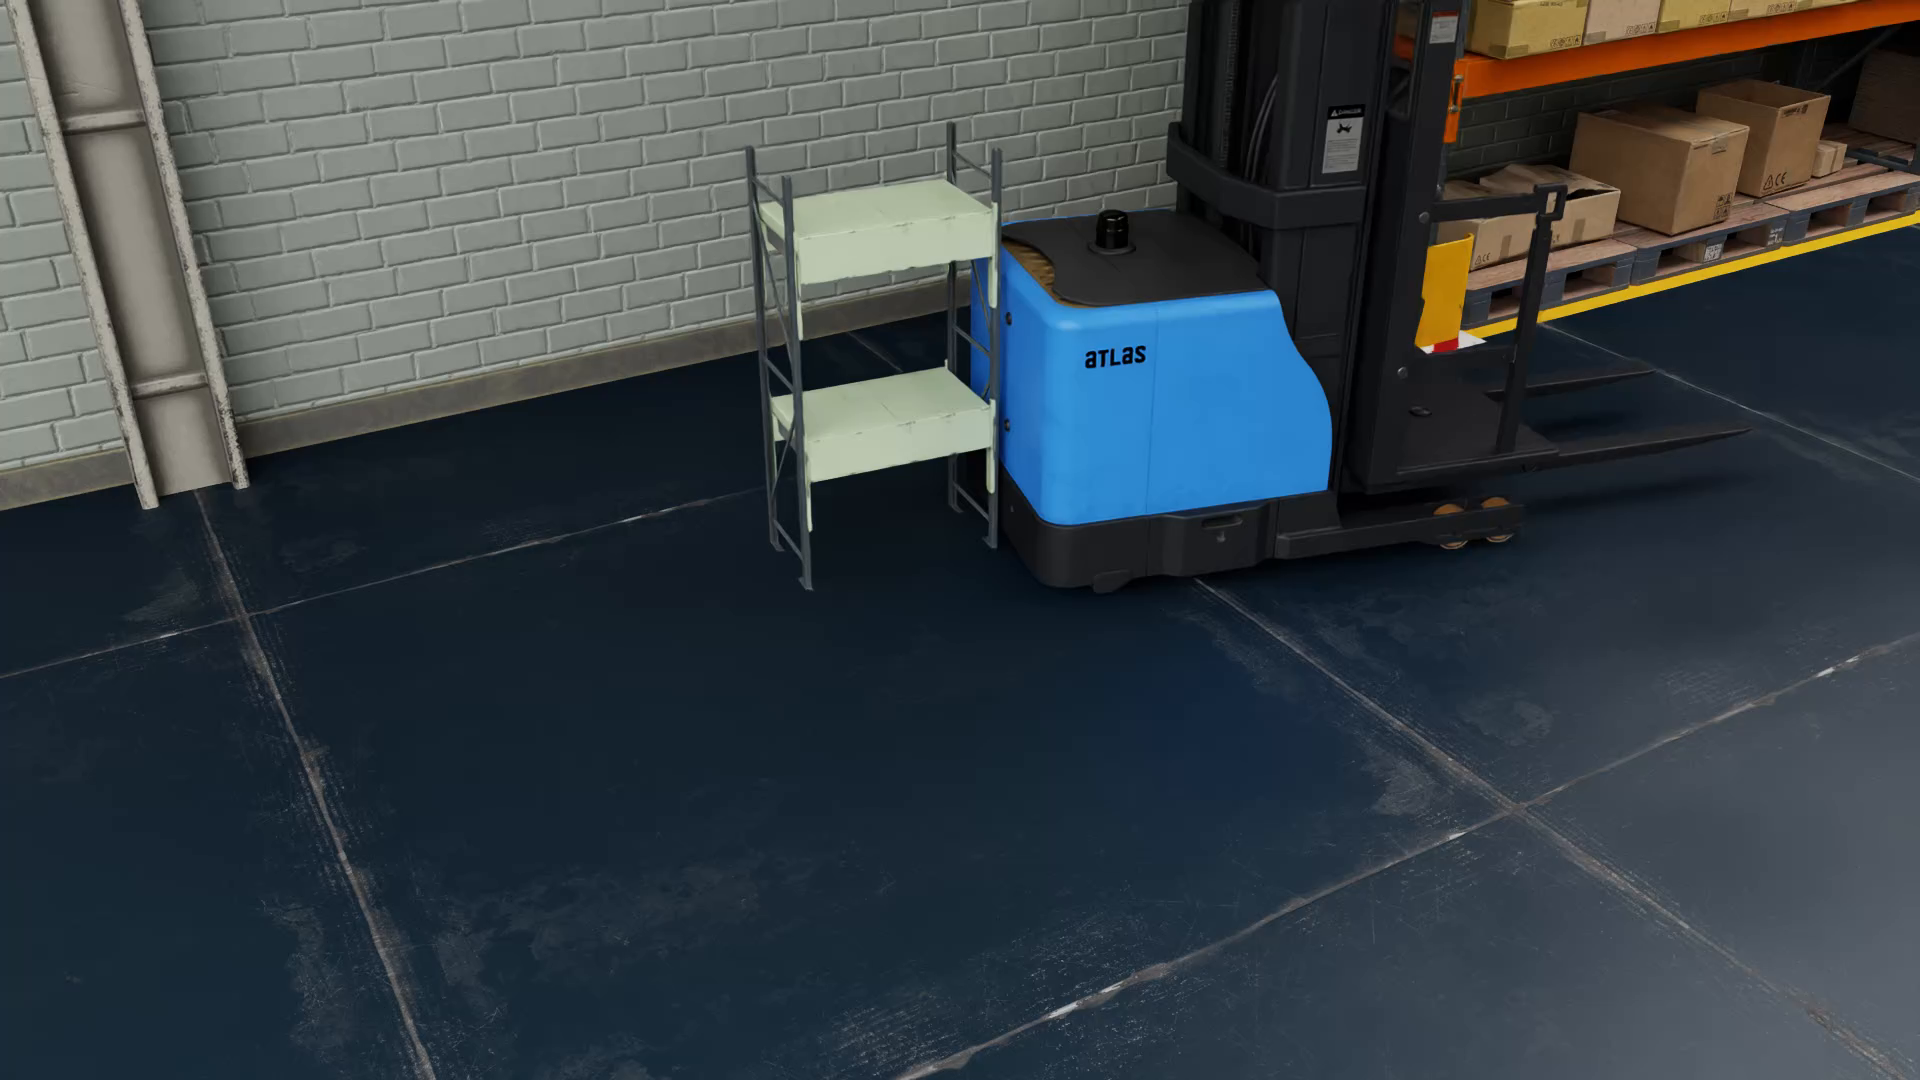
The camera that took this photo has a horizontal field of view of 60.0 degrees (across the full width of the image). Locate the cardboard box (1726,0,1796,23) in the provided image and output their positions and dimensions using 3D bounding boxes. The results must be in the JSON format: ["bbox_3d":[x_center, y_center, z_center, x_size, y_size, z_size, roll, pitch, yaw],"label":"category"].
[{"bbox_3d":[3.829,-2.789,8.333,0.500,0.250,0.500,-16,32,-26],"label":"cardboard box"}]

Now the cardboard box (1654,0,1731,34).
[{"bbox_3d":[3.392,-2.666,8.111,0.500,0.250,0.500,-16,33,-27],"label":"cardboard box"}]

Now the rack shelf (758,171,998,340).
[{"bbox_3d":[-0.286,-0.979,5.664,0.720,0.370,0.431,-12,31,-21],"label":"rack shelf"}]

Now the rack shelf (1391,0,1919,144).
[{"bbox_3d":[3.652,-2.655,8.701,4.000,0.370,1.077,-16,33,-26],"label":"rack shelf"}]

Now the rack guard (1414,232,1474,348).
[{"bbox_3d":[1.993,-1.404,8.278,0.348,0.500,1.175,-16,33,-26],"label":"rack guard"}]

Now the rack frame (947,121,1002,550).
[{"bbox_3d":[0.046,-0.711,5.986,0.023,1.500,0.400,-12,31,-21],"label":"rack frame"}]

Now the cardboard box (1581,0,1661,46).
[{"bbox_3d":[2.950,-2.544,7.889,0.500,0.250,0.500,-17,33,-28],"label":"cardboard box"}]

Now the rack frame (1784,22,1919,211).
[{"bbox_3d":[5.376,-3.459,9.414,0.127,3.000,1.000,-16,33,-26],"label":"rack frame"}]

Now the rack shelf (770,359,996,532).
[{"bbox_3d":[-0.286,-0.352,6.010,0.720,0.370,0.431,-12,31,-21],"label":"rack shelf"}]

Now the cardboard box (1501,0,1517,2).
[{"bbox_3d":[2.492,-2.743,7.475,0.500,0.500,0.500,-16,33,-26],"label":"cardboard box"}]

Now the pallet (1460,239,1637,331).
[{"bbox_3d":[2.712,-1.462,8.681,1.213,0.211,1.003,-16,33,-26],"label":"pallet"}]

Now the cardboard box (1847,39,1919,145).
[{"bbox_3d":[6.003,-2.745,10.251,0.500,0.500,0.700,-15,32,-25],"label":"cardboard box"}]

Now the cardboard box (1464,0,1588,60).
[{"bbox_3d":[2.509,-2.411,7.648,0.500,0.250,0.500,-17,33,-28],"label":"cardboard box"}]

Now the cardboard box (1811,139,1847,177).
[{"bbox_3d":[4.930,-2.268,9.732,0.250,0.166,0.380,-21,35,-33],"label":"cardboard box"}]

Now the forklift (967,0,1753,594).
[{"bbox_3d":[1.602,-1.485,5.908,3.031,2.935,1.130,-8,30,-14],"label":"forklift"}]

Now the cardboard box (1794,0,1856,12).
[{"bbox_3d":[4.262,-2.912,8.557,0.500,0.250,0.500,-16,33,-27],"label":"cardboard box"}]

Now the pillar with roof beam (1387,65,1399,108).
[{"bbox_3d":[4.274,-3.845,3.904,0.400,9.000,9.100,-16,33,-26],"label":"pillar with roof beam"}]

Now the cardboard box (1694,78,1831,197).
[{"bbox_3d":[4.502,-2.287,9.421,0.500,0.500,0.500,-19,34,-30],"label":"cardboard box"}]

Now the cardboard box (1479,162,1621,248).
[{"bbox_3d":[3.061,-1.767,8.675,0.500,0.311,0.500,-13,31,-22],"label":"cardboard box"}]

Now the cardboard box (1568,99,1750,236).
[{"bbox_3d":[3.719,-2.009,8.917,0.500,0.500,0.700,-18,34,-29],"label":"cardboard box"}]

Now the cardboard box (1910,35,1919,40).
[{"bbox_3d":[6.423,-2.892,10.518,0.500,0.500,0.700,-17,33,-27],"label":"cardboard box"}]

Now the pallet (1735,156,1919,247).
[{"bbox_3d":[4.815,-2.059,9.763,1.213,0.211,1.003,-16,33,-26],"label":"pallet"}]

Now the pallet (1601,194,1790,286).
[{"bbox_3d":[3.762,-1.759,9.219,1.213,0.211,1.003,-16,33,-26],"label":"pallet"}]

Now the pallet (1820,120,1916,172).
[{"bbox_3d":[6.047,-2.430,10.434,1.213,0.211,1.003,-16,33,-26],"label":"pallet"}]

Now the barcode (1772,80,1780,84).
[{"bbox_3d":[4.789,-2.666,9.776,0.075,0.075,0.001,-16,33,-26],"label":"barcode"}]

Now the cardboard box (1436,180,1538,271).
[{"bbox_3d":[2.570,-1.628,8.422,0.500,0.311,0.500,-20,35,-32],"label":"cardboard box"}]

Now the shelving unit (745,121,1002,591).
[{"bbox_3d":[-0.286,-0.638,5.853,0.755,1.500,0.431,-12,31,-21],"label":"shelving unit"}]

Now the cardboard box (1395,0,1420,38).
[{"bbox_3d":[2.232,-2.619,8.025,0.500,0.250,0.500,-15,32,-26],"label":"cardboard box"}]

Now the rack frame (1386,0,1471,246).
[{"bbox_3d":[1.928,-2.480,7.640,0.127,3.000,1.000,-16,33,-26],"label":"rack frame"}]

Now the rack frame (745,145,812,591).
[{"bbox_3d":[-0.619,-0.564,5.720,0.023,1.500,0.400,-12,31,-21],"label":"rack frame"}]

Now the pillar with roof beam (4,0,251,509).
[{"bbox_3d":[-0.899,-2.376,1.243,0.400,9.000,9.100,-16,33,-26],"label":"pillar with roof beam"}]
